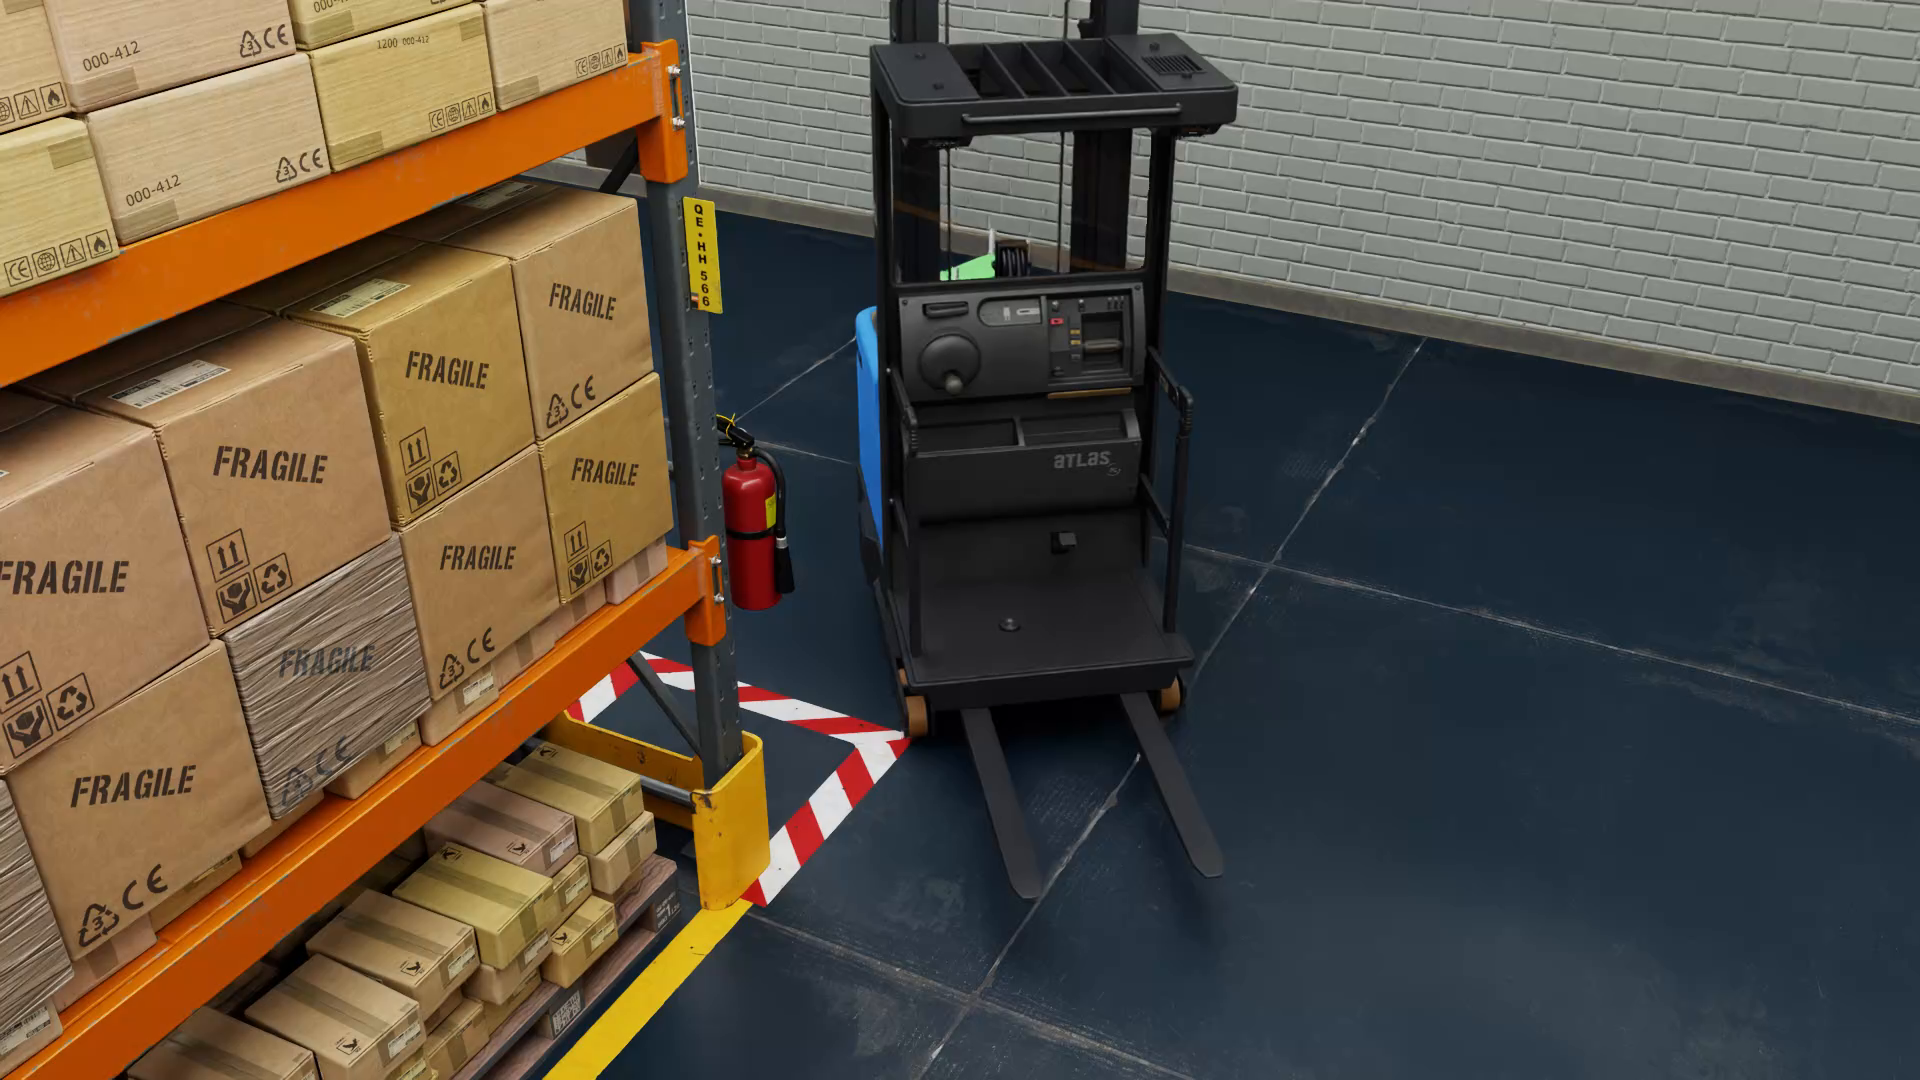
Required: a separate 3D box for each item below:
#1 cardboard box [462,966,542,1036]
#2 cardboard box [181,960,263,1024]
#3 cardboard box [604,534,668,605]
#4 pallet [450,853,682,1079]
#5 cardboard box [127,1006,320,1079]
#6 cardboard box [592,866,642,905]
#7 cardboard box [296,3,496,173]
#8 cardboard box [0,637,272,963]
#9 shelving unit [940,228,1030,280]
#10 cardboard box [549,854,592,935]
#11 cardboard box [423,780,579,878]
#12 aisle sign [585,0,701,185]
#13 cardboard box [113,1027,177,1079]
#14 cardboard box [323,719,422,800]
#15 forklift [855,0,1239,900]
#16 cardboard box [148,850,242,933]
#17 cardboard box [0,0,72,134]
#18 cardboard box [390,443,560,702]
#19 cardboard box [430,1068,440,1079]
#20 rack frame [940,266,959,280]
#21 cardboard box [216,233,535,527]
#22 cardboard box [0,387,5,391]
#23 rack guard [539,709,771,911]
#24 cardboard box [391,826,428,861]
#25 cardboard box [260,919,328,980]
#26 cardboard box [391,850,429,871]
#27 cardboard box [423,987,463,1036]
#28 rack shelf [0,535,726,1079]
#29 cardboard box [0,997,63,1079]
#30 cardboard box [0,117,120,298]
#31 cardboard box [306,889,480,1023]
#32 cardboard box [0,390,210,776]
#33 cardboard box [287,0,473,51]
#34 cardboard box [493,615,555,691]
[{"bbox_3d":[-1.480,1.283,4.946,0.380,0.149,0.250,14,33,23],"label":"cardboard box"},{"bbox_3d":[-2.164,1.146,4.586,0.380,0.149,0.250,16,33,25],"label":"cardboard box"},{"bbox_3d":[-1.098,0.031,4.937,0.380,0.149,0.250,14,33,23],"label":"cardboard box"},{"bbox_3d":[-1.638,1.308,5.260,1.003,0.211,1.213,14,33,23],"label":"pallet"},{"bbox_3d":[-1.853,1.367,4.201,0.380,0.149,0.250,13,32,22],"label":"cardboard box"},{"bbox_3d":[-1.256,1.048,5.354,0.380,0.149,0.250,15,33,24],"label":"cardboard box"},{"bbox_3d":[-1.399,-1.033,3.675,0.500,0.250,0.500,14,33,23],"label":"cardboard box"},{"bbox_3d":[-1.875,0.471,3.518,0.500,0.500,0.500,16,34,26],"label":"cardboard box"},{"bbox_3d":[0.069,-0.835,7.999,0.258,1.200,0.503,25,38,36],"label":"shelving unit"},{"bbox_3d":[-1.355,1.041,5.068,0.380,0.149,0.250,14,33,22],"label":"cardboard box"},{"bbox_3d":[-1.383,0.900,5.015,0.380,0.149,0.250,15,33,24],"label":"cardboard box"},{"bbox_3d":[-0.901,-1.379,4.528,0.394,0.787,0.004,14,33,23],"label":"aisle sign"},{"bbox_3d":[-2.213,1.407,4.429,0.380,0.149,0.250,16,34,26],"label":"cardboard box"},{"bbox_3d":[-1.588,0.476,4.162,0.380,0.149,0.250,13,32,21],"label":"cardboard box"},{"bbox_3d":[0.274,-0.703,6.030,1.130,2.935,3.031,-5,30,-8],"label":"forklift"},{"bbox_3d":[-1.870,0.703,3.766,0.380,0.149,0.250,15,33,24],"label":"cardboard box"},{"bbox_3d":[-1.893,-0.803,2.773,0.500,0.250,0.500,13,32,21],"label":"cardboard box"},{"bbox_3d":[-1.416,0.026,4.294,0.500,0.500,0.500,14,33,22],"label":"cardboard box"},{"bbox_3d":[-1.641,1.522,4.528,0.380,0.149,0.250,13,32,21],"label":"cardboard box"},{"bbox_3d":[-0.097,-0.746,7.844,0.240,1.200,0.015,25,38,36],"label":"rack frame"},{"bbox_3d":[-1.419,-0.409,4.047,0.500,0.500,0.500,13,32,22],"label":"cardboard box"},{"bbox_3d":[-2.123,-0.303,3.863,0.500,0.500,0.500,14,33,22],"label":"cardboard box"},{"bbox_3d":[-1.236,0.831,5.801,1.175,0.500,0.348,14,33,23],"label":"rack guard"},{"bbox_3d":[-1.761,0.814,5.164,0.380,0.149,0.250,15,33,24],"label":"cardboard box"},{"bbox_3d":[-2.090,1.139,4.897,0.380,0.149,0.250,15,33,25],"label":"cardboard box"},{"bbox_3d":[-1.844,0.921,5.277,0.380,0.149,0.250,14,33,23],"label":"cardboard box"},{"bbox_3d":[-1.637,1.264,4.680,0.380,0.149,0.250,14,33,23],"label":"cardboard box"},{"bbox_3d":[-2.113,0.912,3.873,1.077,0.370,4.000,14,33,23],"label":"rack shelf"},{"bbox_3d":[-2.047,0.949,3.337,0.380,0.149,0.250,16,33,25],"label":"cardboard box"},{"bbox_3d":[-1.862,-0.576,2.880,0.500,0.250,0.500,16,33,25],"label":"cardboard box"},{"bbox_3d":[-1.562,1.144,4.590,0.380,0.149,0.250,13,32,21],"label":"cardboard box"},{"bbox_3d":[-1.886,0.059,3.232,0.500,0.500,0.500,13,32,22],"label":"cardboard box"},{"bbox_3d":[-1.417,-1.251,3.552,0.500,0.250,0.500,13,32,22],"label":"cardboard box"},{"bbox_3d":[-1.346,0.247,4.560,0.380,0.149,0.250,14,33,23],"label":"cardboard box"}]
